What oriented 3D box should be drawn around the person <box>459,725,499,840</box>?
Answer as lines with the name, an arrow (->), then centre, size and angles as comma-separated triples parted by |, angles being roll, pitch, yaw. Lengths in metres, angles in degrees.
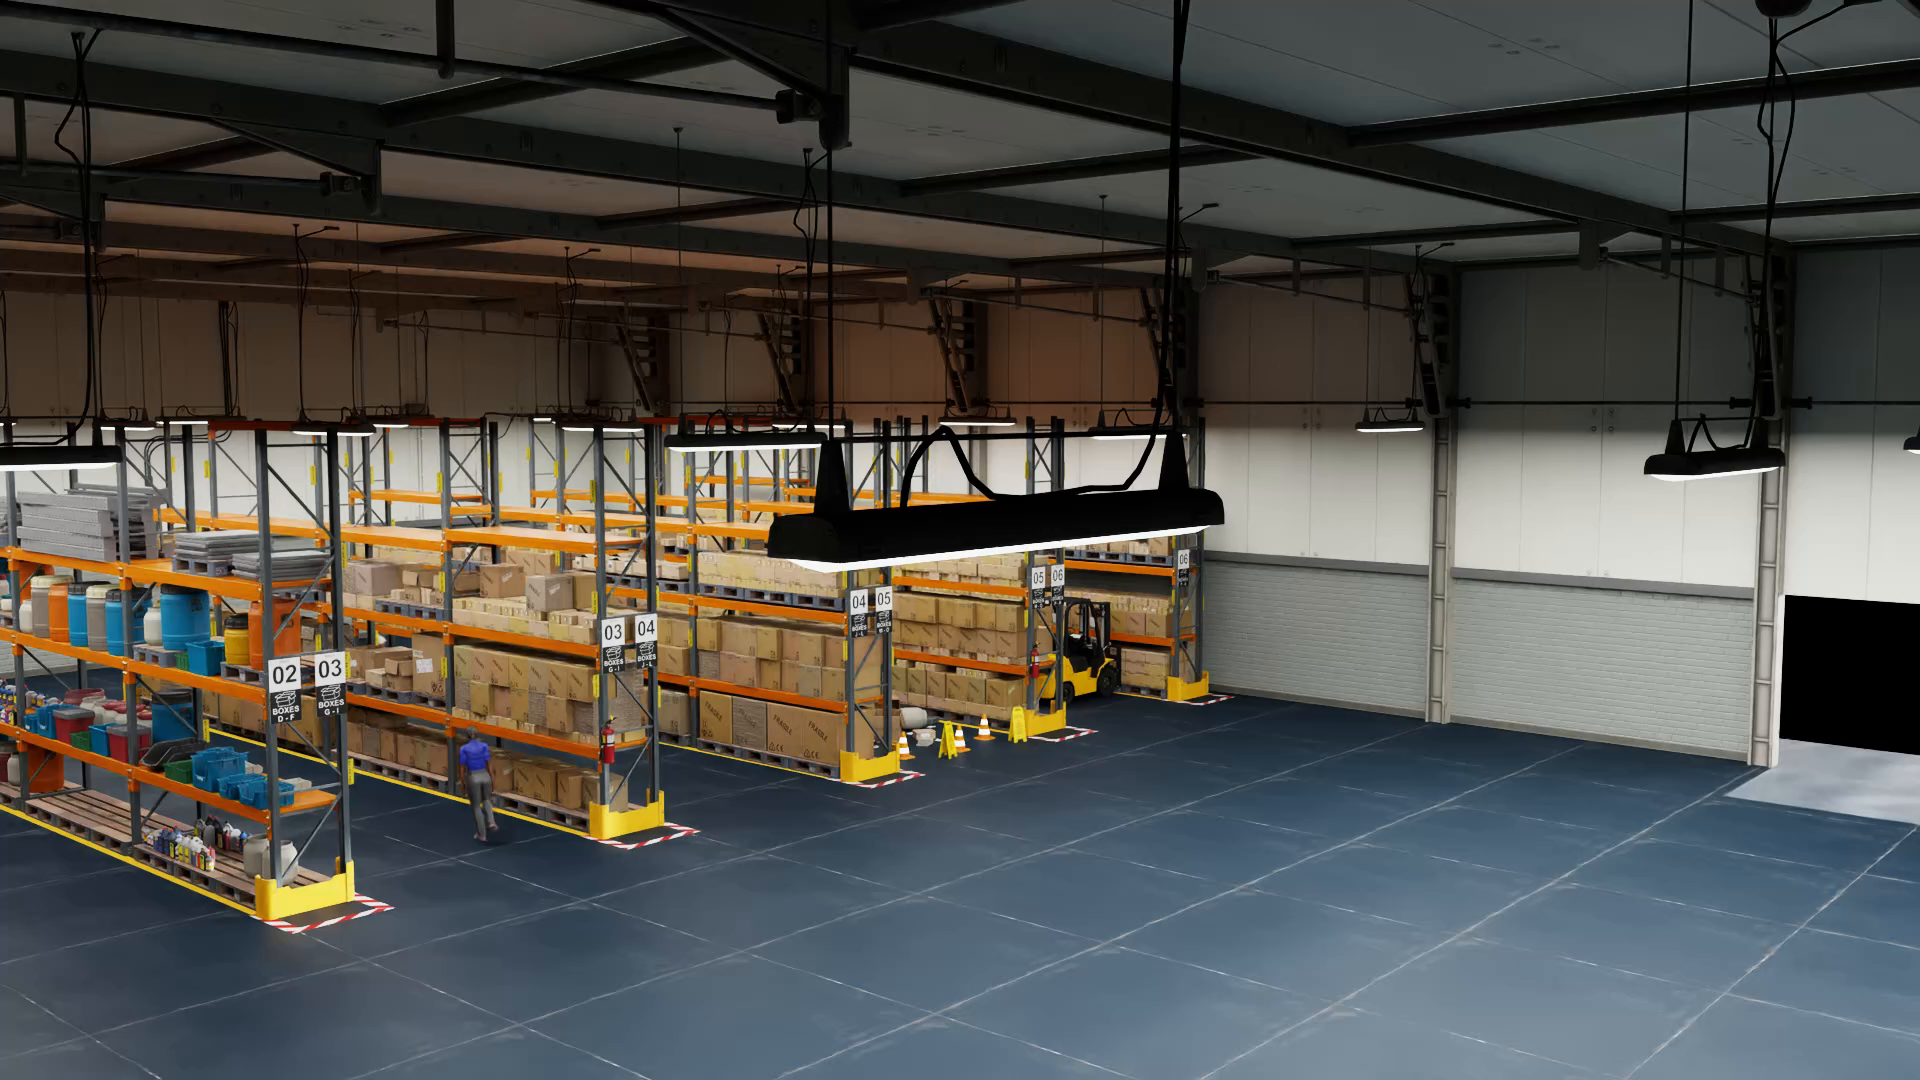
person -> -6.954, 3.558, 24.054 | 0.506, 1.538, 0.456 | -4, 6, -38

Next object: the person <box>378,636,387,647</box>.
person -> -11.276, 2.738, 32.503 | 1.039, 1.720, 0.695 | 4, 6, 43
